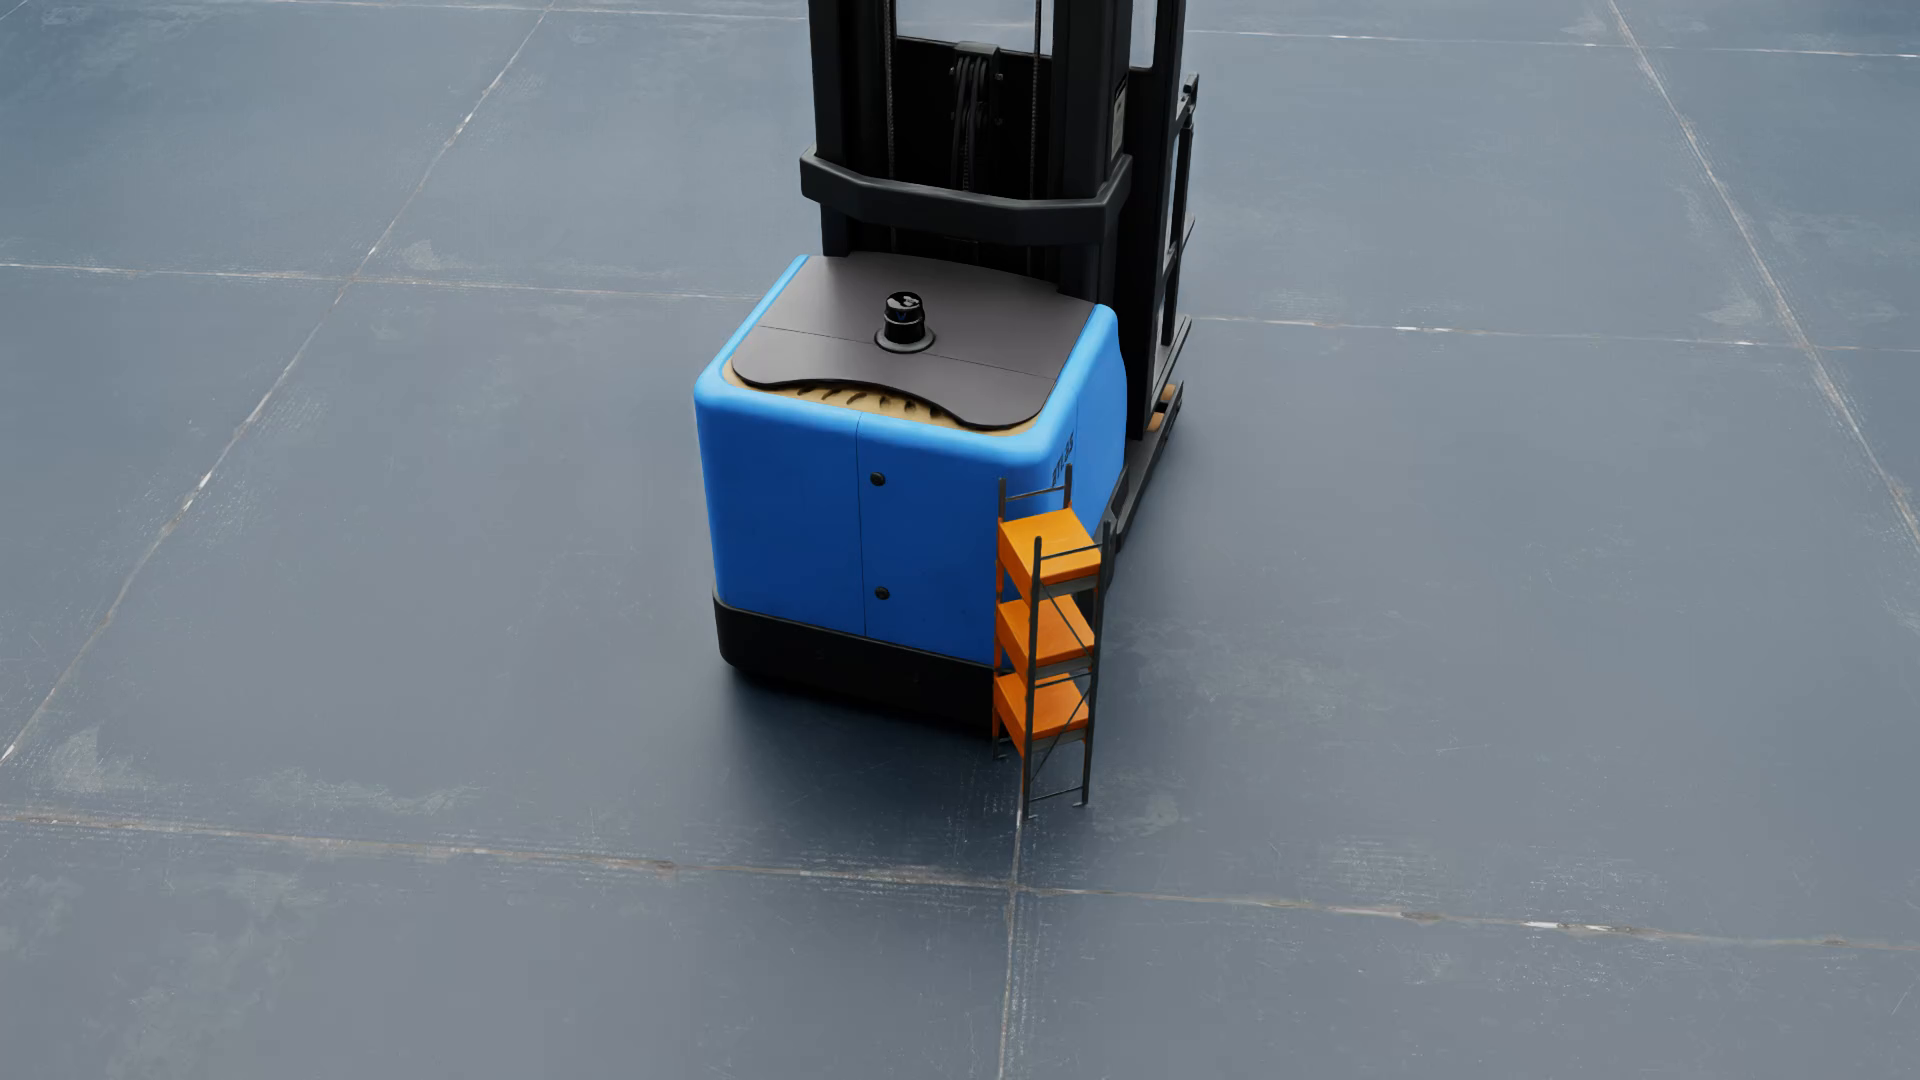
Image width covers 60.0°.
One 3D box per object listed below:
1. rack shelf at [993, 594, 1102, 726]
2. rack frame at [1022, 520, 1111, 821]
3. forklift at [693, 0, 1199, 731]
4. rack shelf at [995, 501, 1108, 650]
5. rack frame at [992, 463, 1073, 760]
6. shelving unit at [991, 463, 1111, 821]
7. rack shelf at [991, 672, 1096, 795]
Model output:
[{"bbox_3d":[0.233,0.308,4.501,0.215,0.259,0.240,-13,42,-15],"label":"rack shelf"},{"bbox_3d":[0.274,0.374,4.407,0.200,1.050,0.008,-13,42,-15],"label":"rack frame"},{"bbox_3d":[0.197,-1.512,5.234,1.130,2.935,3.031,12,41,14],"label":"forklift"},{"bbox_3d":[0.234,0.091,4.318,0.215,0.259,0.240,-13,42,-15],"label":"rack shelf"},{"bbox_3d":[0.192,0.225,4.582,0.200,1.050,0.008,-13,42,-15],"label":"rack frame"},{"bbox_3d":[0.233,0.300,4.494,0.215,1.050,0.252,-13,42,-15],"label":"shelving unit"},{"bbox_3d":[0.231,0.520,4.681,0.215,0.259,0.240,-13,42,-15],"label":"rack shelf"}]
